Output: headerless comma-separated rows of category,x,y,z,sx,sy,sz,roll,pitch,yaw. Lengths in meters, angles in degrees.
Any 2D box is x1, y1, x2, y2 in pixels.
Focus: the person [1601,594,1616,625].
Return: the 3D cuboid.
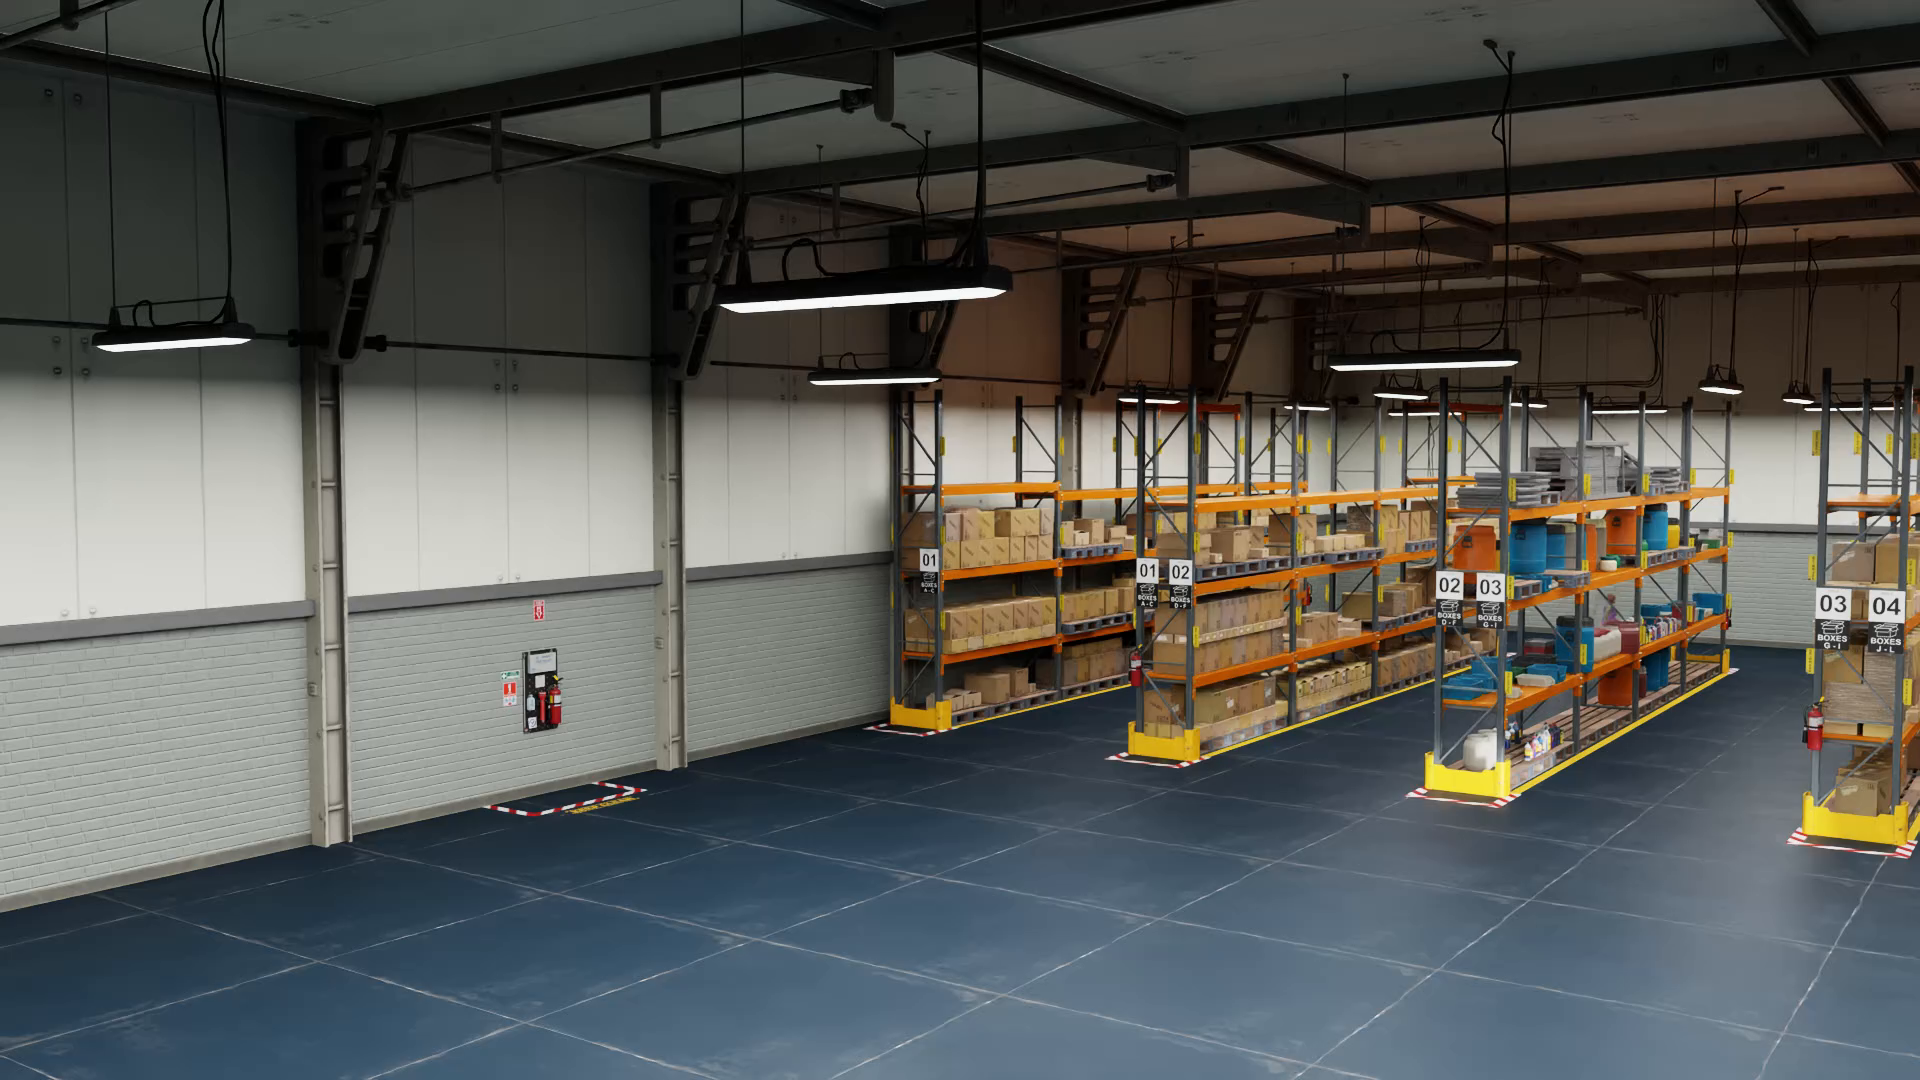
person,15.039,2.048,38.514,0.563,1.616,0.458,1,3,19
